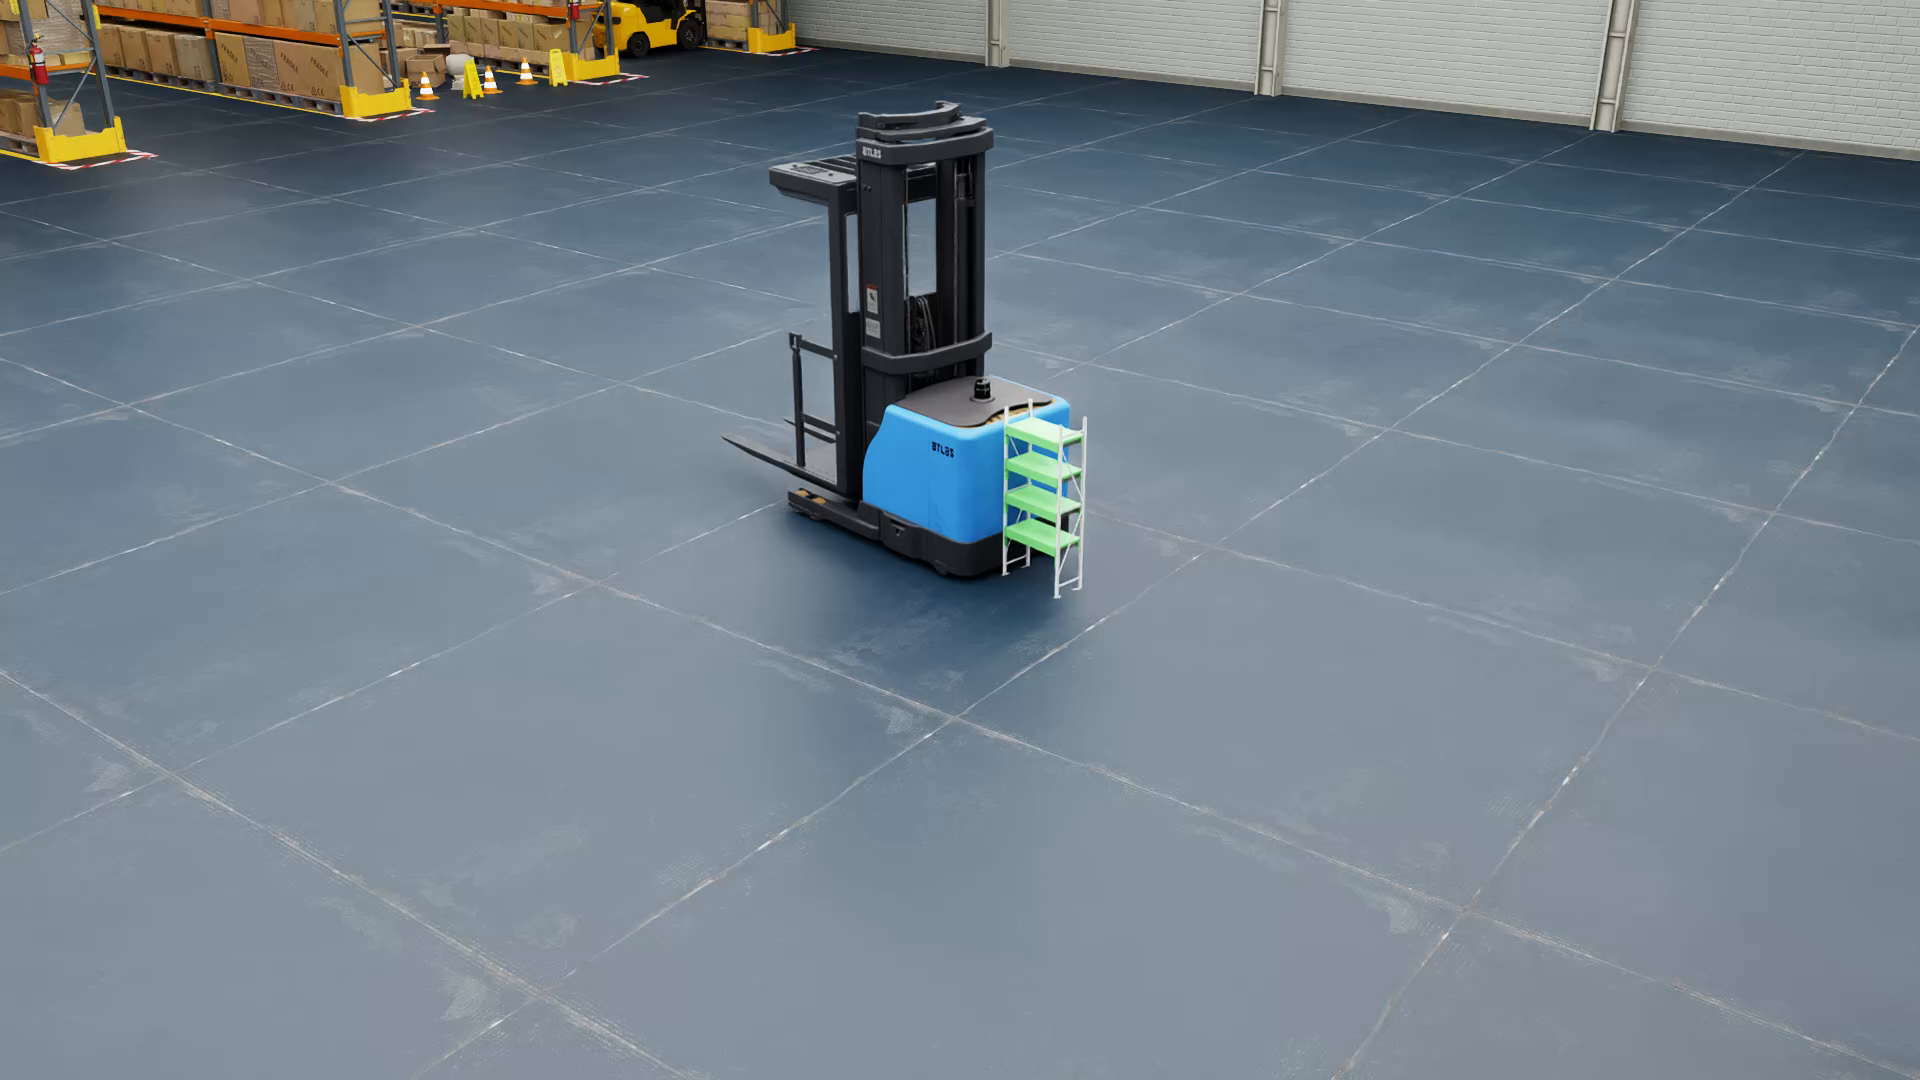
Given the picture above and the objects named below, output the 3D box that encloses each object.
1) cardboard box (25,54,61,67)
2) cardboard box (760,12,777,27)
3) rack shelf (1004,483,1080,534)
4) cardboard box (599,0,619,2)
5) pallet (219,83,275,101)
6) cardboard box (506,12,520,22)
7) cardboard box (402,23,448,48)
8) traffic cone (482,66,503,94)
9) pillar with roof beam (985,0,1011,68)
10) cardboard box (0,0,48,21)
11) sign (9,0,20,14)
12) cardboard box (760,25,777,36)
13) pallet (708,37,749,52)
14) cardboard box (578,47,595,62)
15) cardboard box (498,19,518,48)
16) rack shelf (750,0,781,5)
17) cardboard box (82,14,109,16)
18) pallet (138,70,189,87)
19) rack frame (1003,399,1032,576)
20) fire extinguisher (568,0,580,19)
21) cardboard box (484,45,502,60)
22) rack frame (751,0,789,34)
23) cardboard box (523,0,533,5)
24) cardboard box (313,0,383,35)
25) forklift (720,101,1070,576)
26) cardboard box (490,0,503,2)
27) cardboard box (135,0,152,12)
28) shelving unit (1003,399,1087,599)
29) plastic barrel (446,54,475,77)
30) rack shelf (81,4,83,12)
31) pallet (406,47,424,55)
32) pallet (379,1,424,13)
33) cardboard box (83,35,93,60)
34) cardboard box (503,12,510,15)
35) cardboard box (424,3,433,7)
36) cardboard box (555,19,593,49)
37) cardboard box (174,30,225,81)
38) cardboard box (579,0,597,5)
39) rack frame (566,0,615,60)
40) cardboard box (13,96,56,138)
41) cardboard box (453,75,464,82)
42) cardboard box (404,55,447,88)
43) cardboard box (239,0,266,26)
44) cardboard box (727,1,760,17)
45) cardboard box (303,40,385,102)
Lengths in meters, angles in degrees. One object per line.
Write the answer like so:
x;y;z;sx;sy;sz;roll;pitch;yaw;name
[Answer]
-13.298;-6.946;24.107;0.250;0.149;0.380;17;29;33;cardboard box
-4.281;-11.202;35.723;0.500;0.250;0.500;17;29;34;cardboard box
0.546;-0.209;10.896;0.258;0.148;0.480;-21;31;-39;rack shelf
-7.654;-12.054;37.812;0.625;0.625;0.875;18;30;36;cardboard box
-12.530;-8.117;29.910;1.213;0.211;1.003;17;29;33;pallet
-8.544;-10.133;32.182;0.250;0.149;0.380;18;30;35;cardboard box
-11.202;-10.512;34.626;0.625;0.372;0.950;19;30;36;cardboard box
-8.514;-8.343;30.111;0.334;0.463;0.336;17;29;33;traffic cone
-1.826;-12.223;28.331;0.400;9.000;9.100;17;29;33;pillar with roof beam
-13.535;-7.752;23.890;0.500;0.500;0.500;17;29;33;cardboard box
-13.295;-7.559;23.358;0.005;0.325;0.100;17;29;33;sign
-4.305;-10.974;35.827;0.500;0.250;0.500;17;29;34;cardboard box
-4.666;-10.754;35.896;1.213;0.211;1.003;17;29;33;pallet
-7.483;-9.474;32.422;0.500;0.250;0.500;17;29;33;cardboard box
-8.620;-9.892;32.441;0.500;0.500;0.500;16;28;32;cardboard box
-5.629;-12.013;36.187;4.000;0.370;1.077;17;29;33;rack shelf
-17.105;-10.328;33.120;0.500;0.250;0.500;16;29;33;cardboard box
-14.735;-8.783;31.422;1.213;0.211;1.003;17;29;33;pallet
0.380;-0.340;11.033;0.240;1.200;0.015;-21;31;-39;rack frame
-7.188;-10.044;30.923;0.183;0.674;0.296;17;29;33;fire extinguisher
-9.034;-9.675;32.877;0.500;0.250;0.500;16;29;33;cardboard box
-4.029;-11.859;34.944;0.127;3.000;1.000;17;29;33;rack frame
-8.116;-10.310;31.740;0.250;0.149;0.380;17;29;34;cardboard box
-10.215;-8.778;27.768;0.550;0.550;0.875;17;29;33;cardboard box
-0.611;-1.606;11.760;1.130;2.935;3.031;-21;31;-39;forklift
-8.908;-10.565;32.319;0.250;0.149;0.380;17;29;33;cardboard box
-14.886;-10.054;30.725;0.500;0.500;0.500;16;29;33;cardboard box
0.546;-0.268;10.870;0.258;1.200;0.503;-21;31;-39;shelving unit
-9.564;-9.088;31.852;0.512;0.421;0.421;-5;24;-12;plastic barrel
-17.893;-10.724;33.261;4.000;0.370;1.077;17;29;33;rack shelf
-10.828;-10.135;34.491;1.213;0.211;1.003;17;29;33;pallet
-14.180;-13.651;42.470;1.213;0.211;1.003;17;29;33;pallet
-16.976;-9.692;32.607;0.500;0.500;0.500;17;29;33;cardboard box
-9.161;-10.322;33.415;0.500;0.500;0.500;17;29;34;cardboard box
-12.947;-13.494;41.234;0.500;0.500;0.500;16;29;33;cardboard box
-7.502;-9.823;32.284;0.500;0.500;0.500;16;28;32;cardboard box
-13.642;-8.886;30.466;0.750;0.750;1.050;17;29;33;cardboard box
-7.151;-10.290;31.696;0.250;0.149;0.380;17;29;33;cardboard box
-7.003;-10.256;31.307;0.127;3.000;1.000;17;29;33;rack frame
-13.935;-6.397;25.128;0.500;0.500;0.500;-17;29;-34;cardboard box
-9.263;-8.617;31.122;0.380;0.149;0.250;-10;26;-21;cardboard box
-9.927;-8.722;30.921;0.637;0.503;0.797;-1;24;-3;cardboard box
-11.974;-9.291;28.931;0.550;0.550;0.875;17;29;33;cardboard box
-4.585;-11.261;35.237;0.500;0.250;0.500;18;29;35;cardboard box
-10.473;-7.997;28.295;0.875;0.875;0.875;17;29;34;cardboard box
